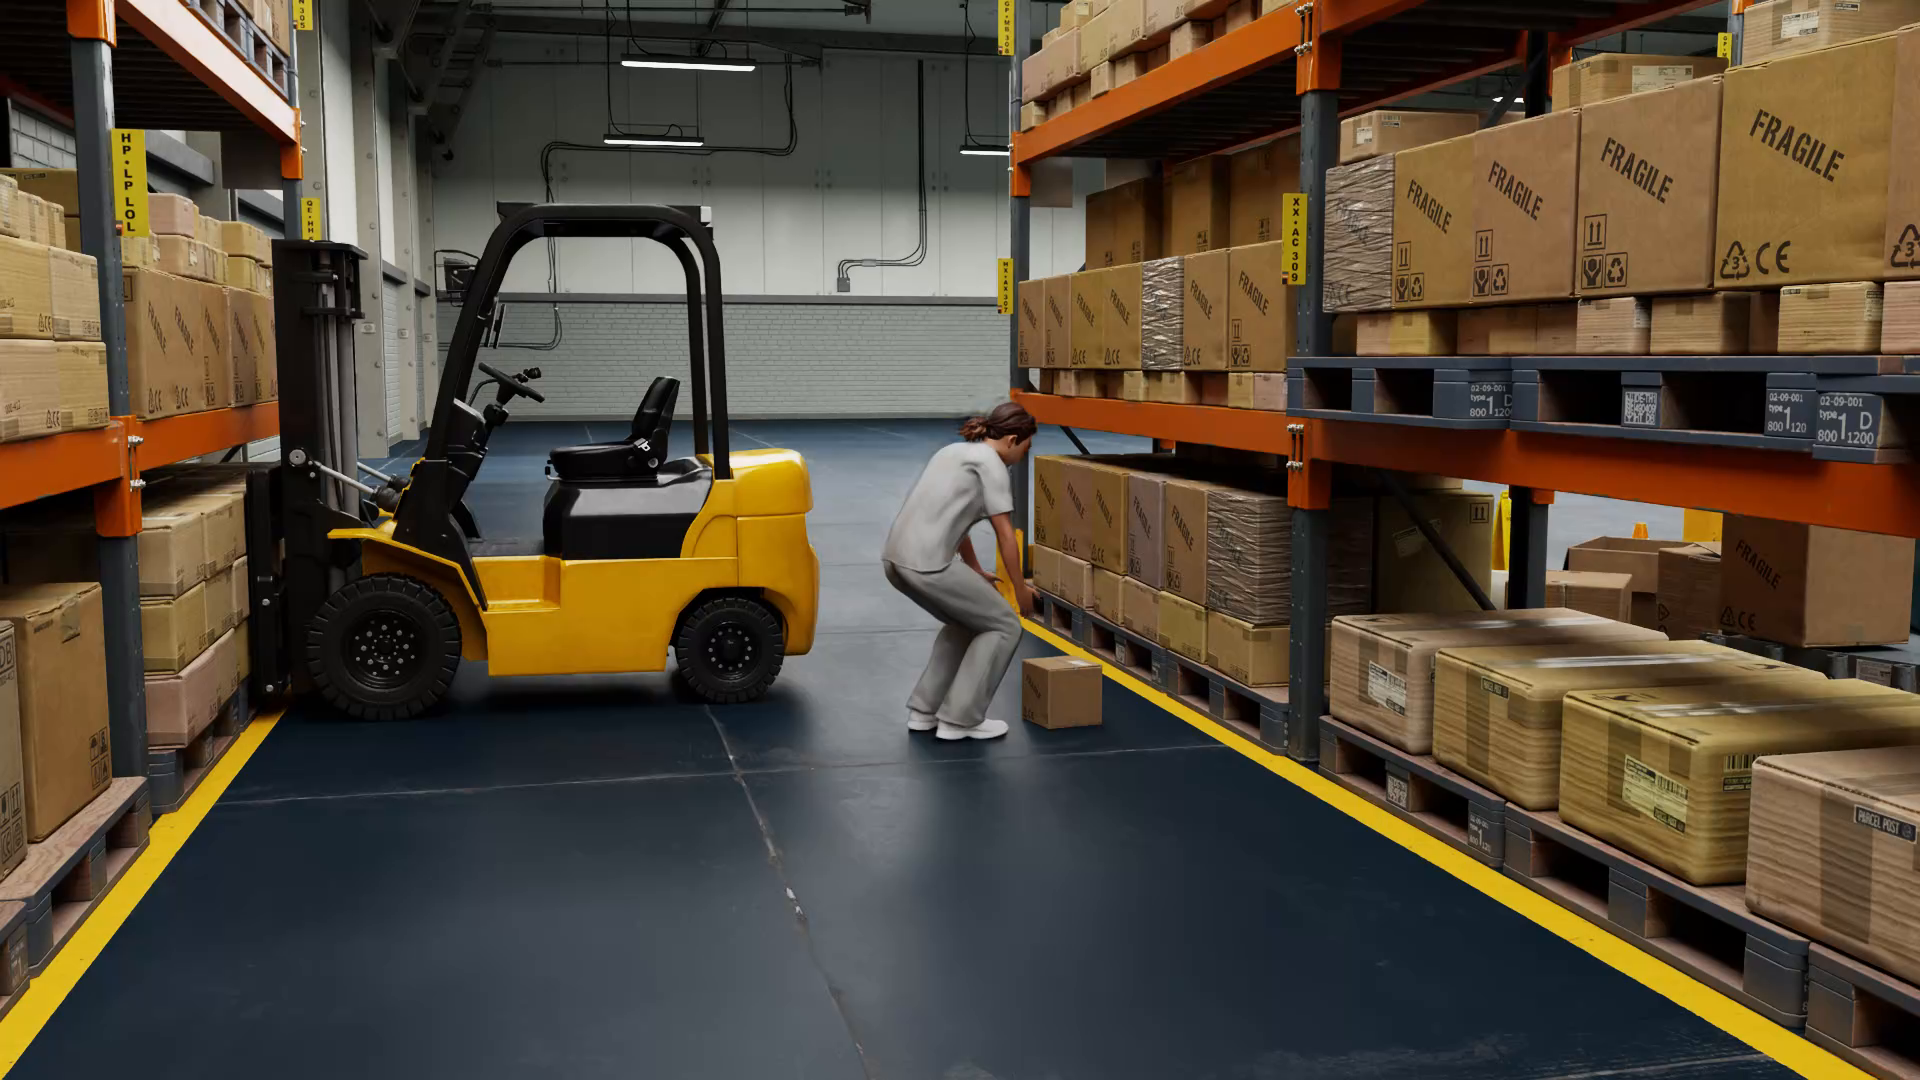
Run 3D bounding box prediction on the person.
[{"bbox_3d":[0.005,0.114,6.708,0.667,1.333,0.491,-3,7,-25],"label":"person"}]
